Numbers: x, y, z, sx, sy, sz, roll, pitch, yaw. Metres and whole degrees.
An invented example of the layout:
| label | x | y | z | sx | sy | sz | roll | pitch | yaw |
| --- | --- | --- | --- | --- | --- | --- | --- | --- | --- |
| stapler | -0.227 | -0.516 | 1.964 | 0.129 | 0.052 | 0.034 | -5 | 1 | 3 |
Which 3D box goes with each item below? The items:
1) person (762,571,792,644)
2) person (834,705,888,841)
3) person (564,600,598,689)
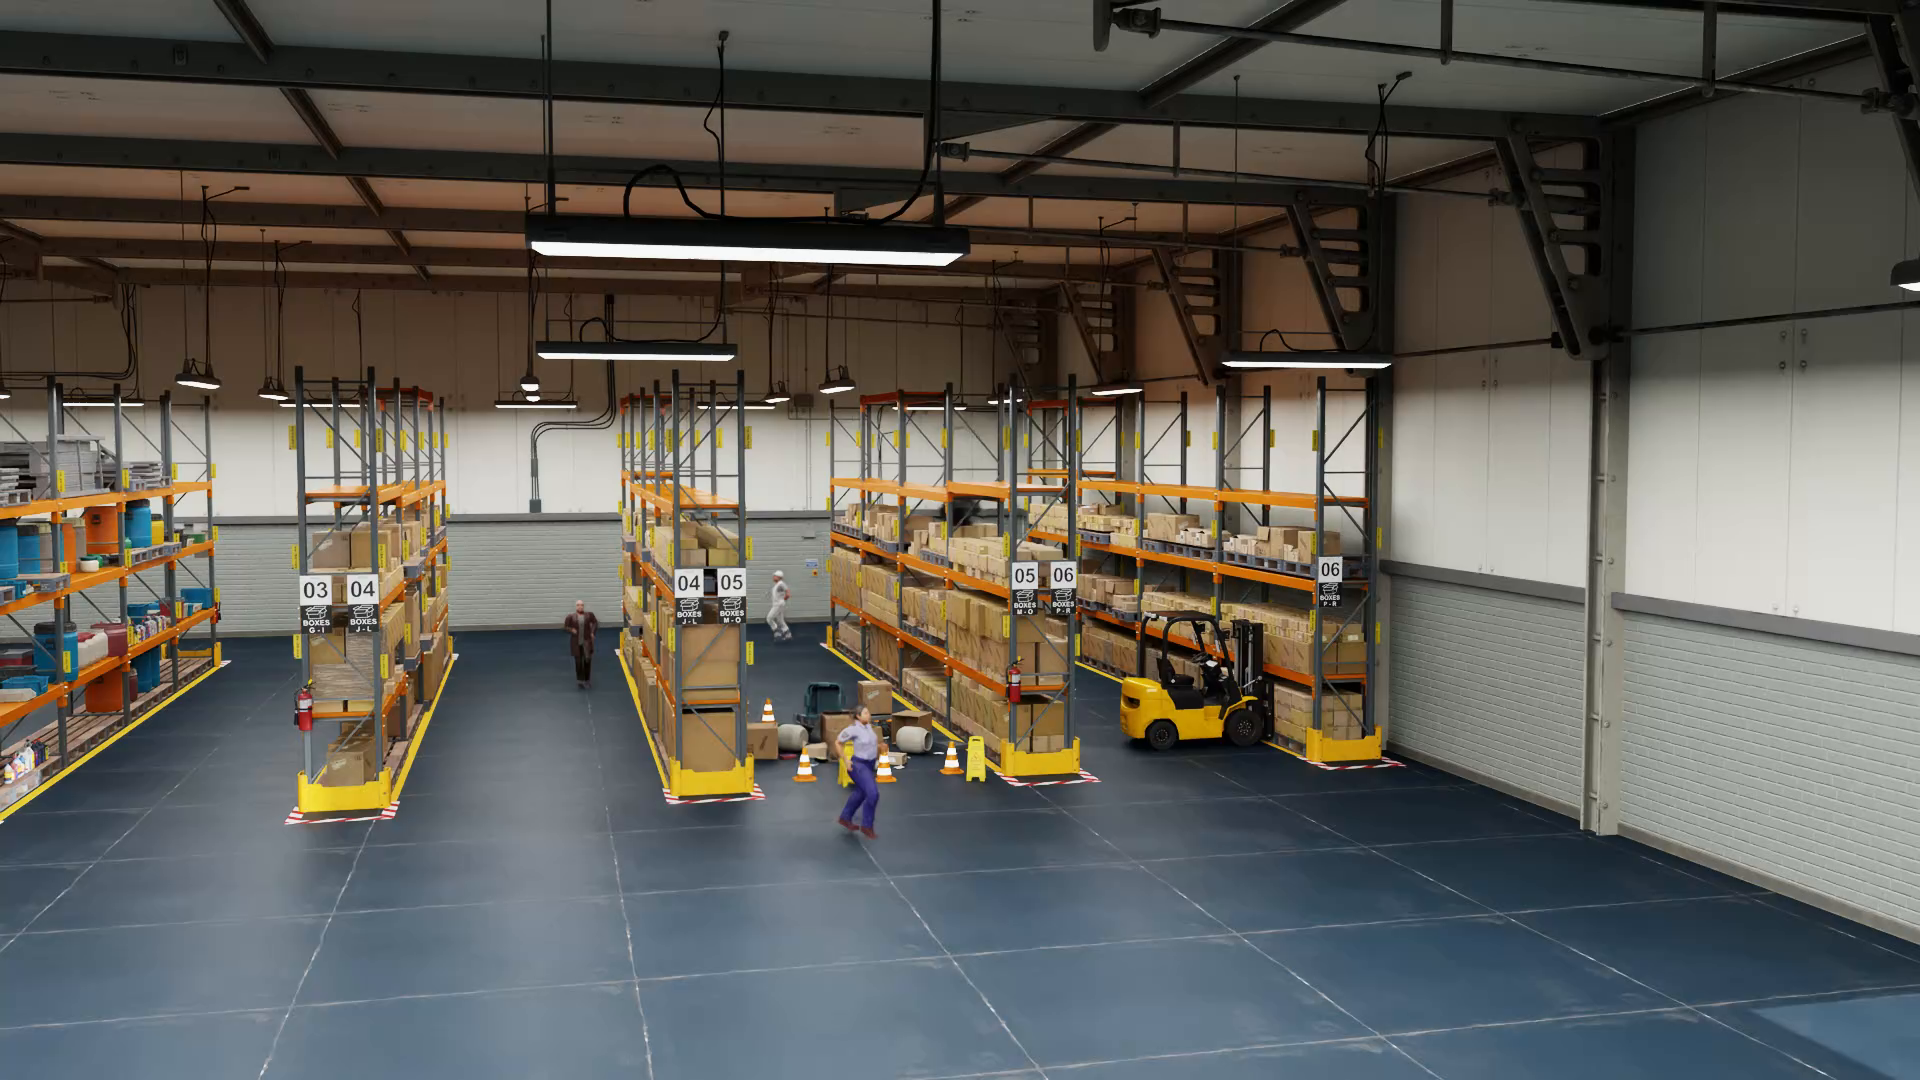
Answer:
| label | x | y | z | sx | sy | sz | roll | pitch | yaw |
| --- | --- | --- | --- | --- | --- | --- | --- | --- | --- |
| person | -4.509 | 1.666 | 41.096 | 0.733 | 1.814 | 0.628 | -1 | 3 | -13 |
| person | -1.246 | 2.937 | 21.020 | 0.748 | 1.708 | 0.579 | 1 | 4 | 23 |
| person | -7.665 | 2.121 | 33.645 | 0.682 | 1.824 | 0.811 | -1 | 3 | -13 |
